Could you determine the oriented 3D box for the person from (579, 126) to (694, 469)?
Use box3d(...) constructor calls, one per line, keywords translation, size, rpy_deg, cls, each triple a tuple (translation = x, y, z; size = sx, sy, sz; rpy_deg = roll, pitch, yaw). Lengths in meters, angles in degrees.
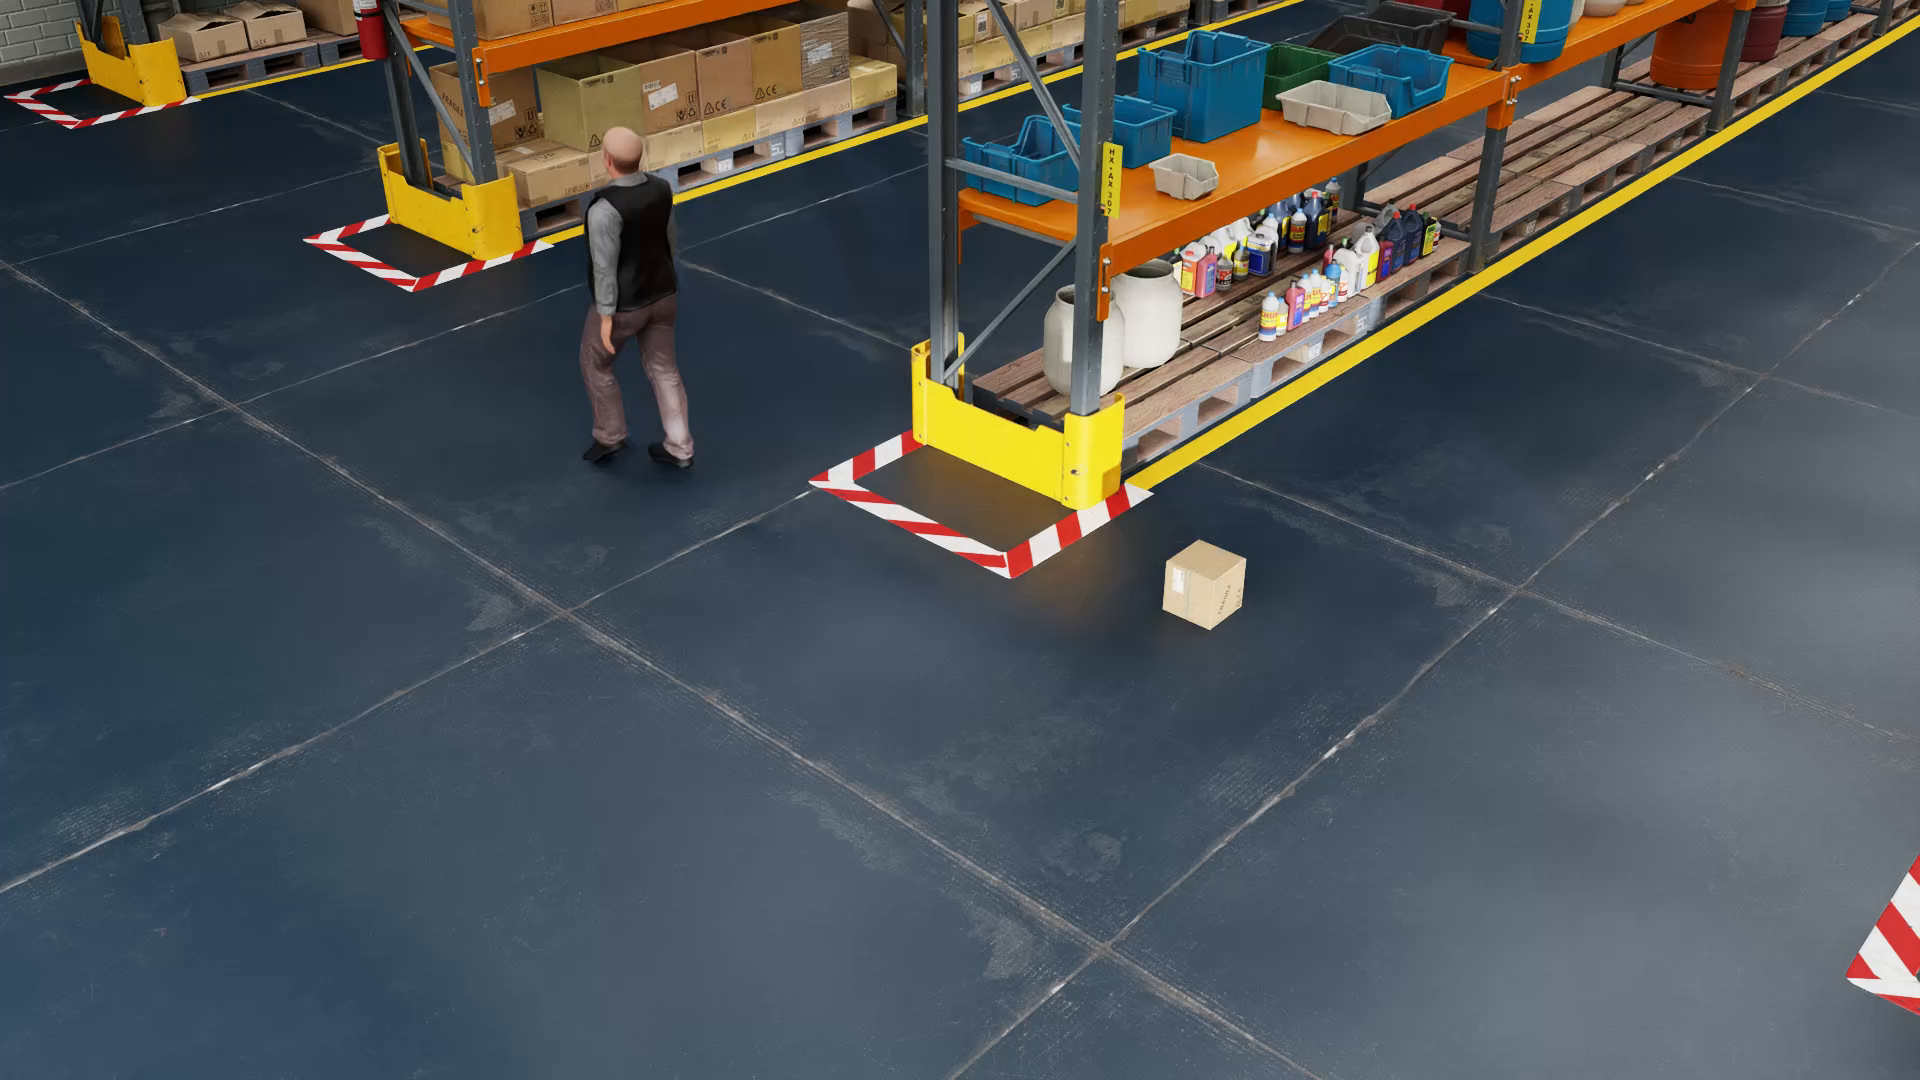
box3d(translation=(-1.589, -1.135, 8.065), size=(0.633, 1.784, 0.579), rpy_deg=(24, 38, 34), cls="person")
